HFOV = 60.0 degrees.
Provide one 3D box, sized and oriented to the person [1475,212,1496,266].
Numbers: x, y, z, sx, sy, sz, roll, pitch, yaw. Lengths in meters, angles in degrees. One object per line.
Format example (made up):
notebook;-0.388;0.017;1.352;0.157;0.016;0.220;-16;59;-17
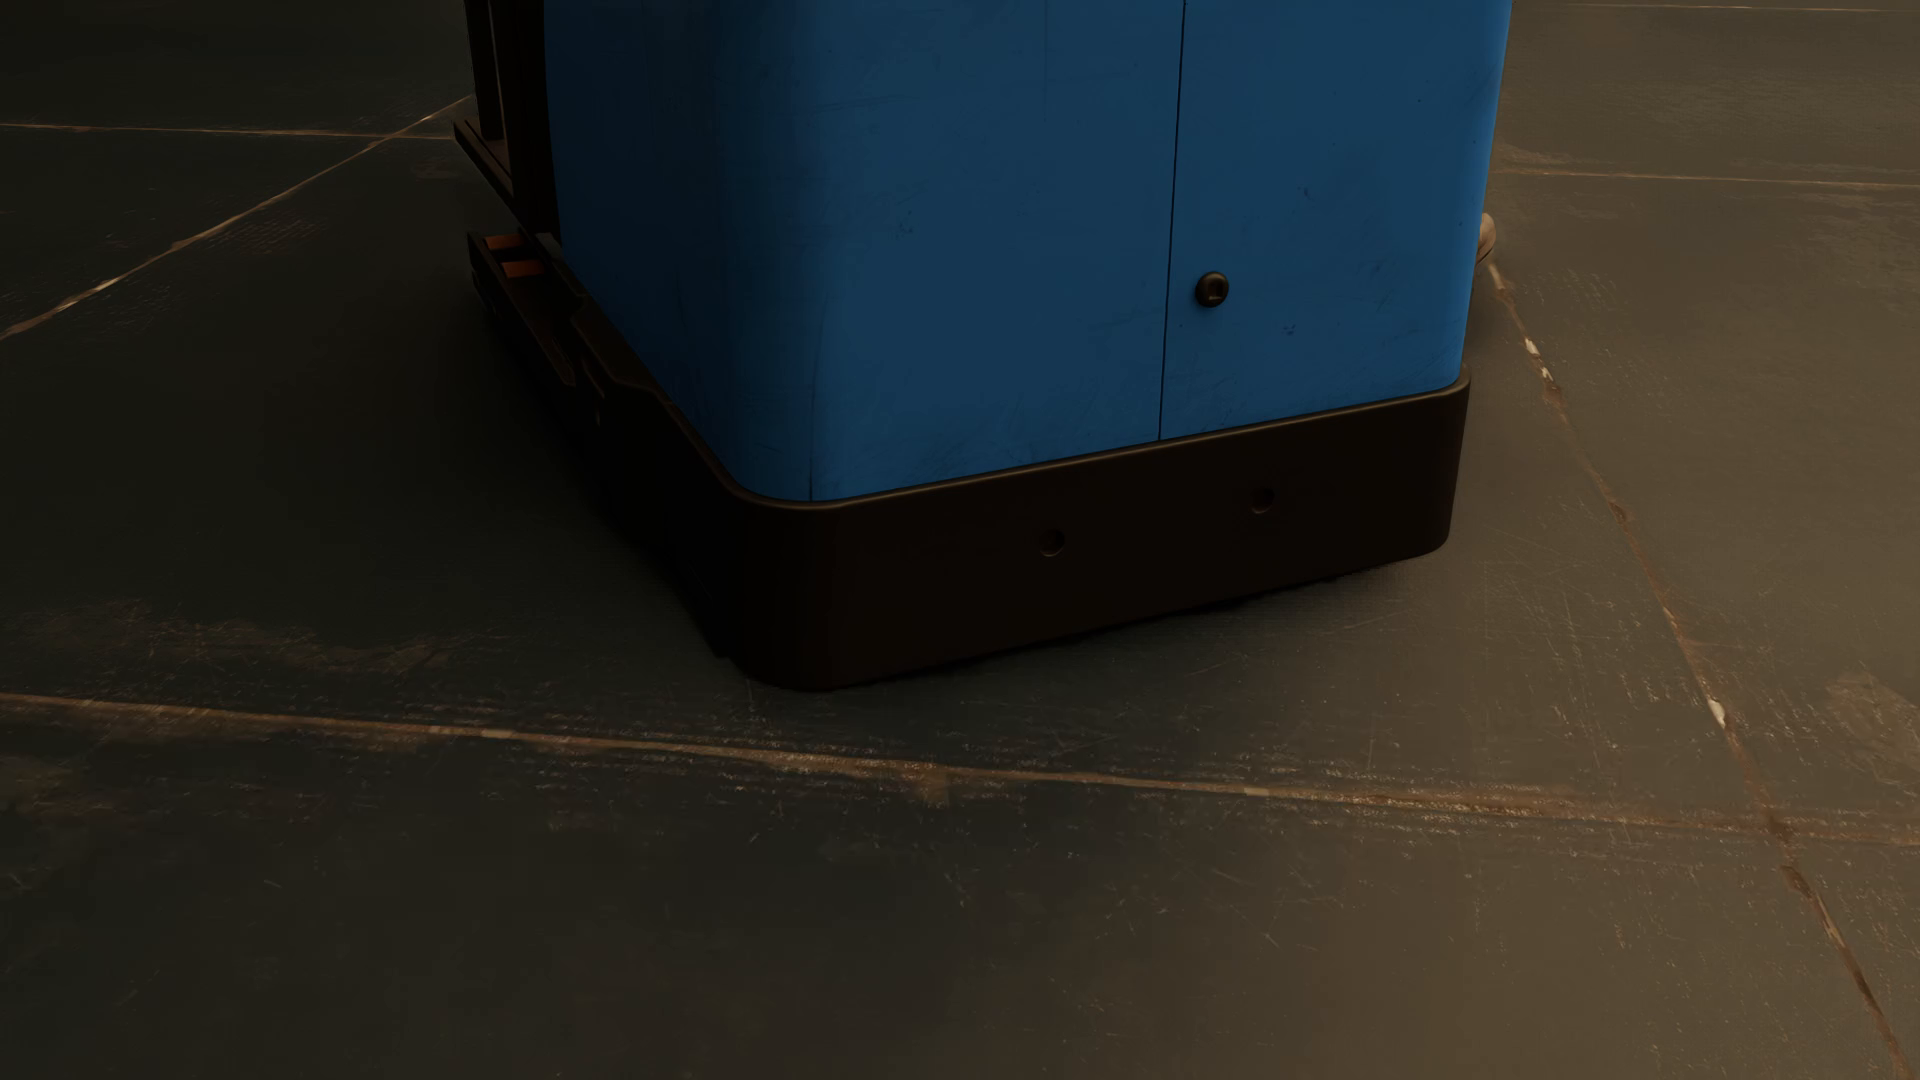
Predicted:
person;0.752;-1.215;3.043;0.733;1.724;0.936;15;30;28

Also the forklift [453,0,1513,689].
forklift;-0.363;-1.766;2.757;1.130;2.935;3.031;-11;29;-21
